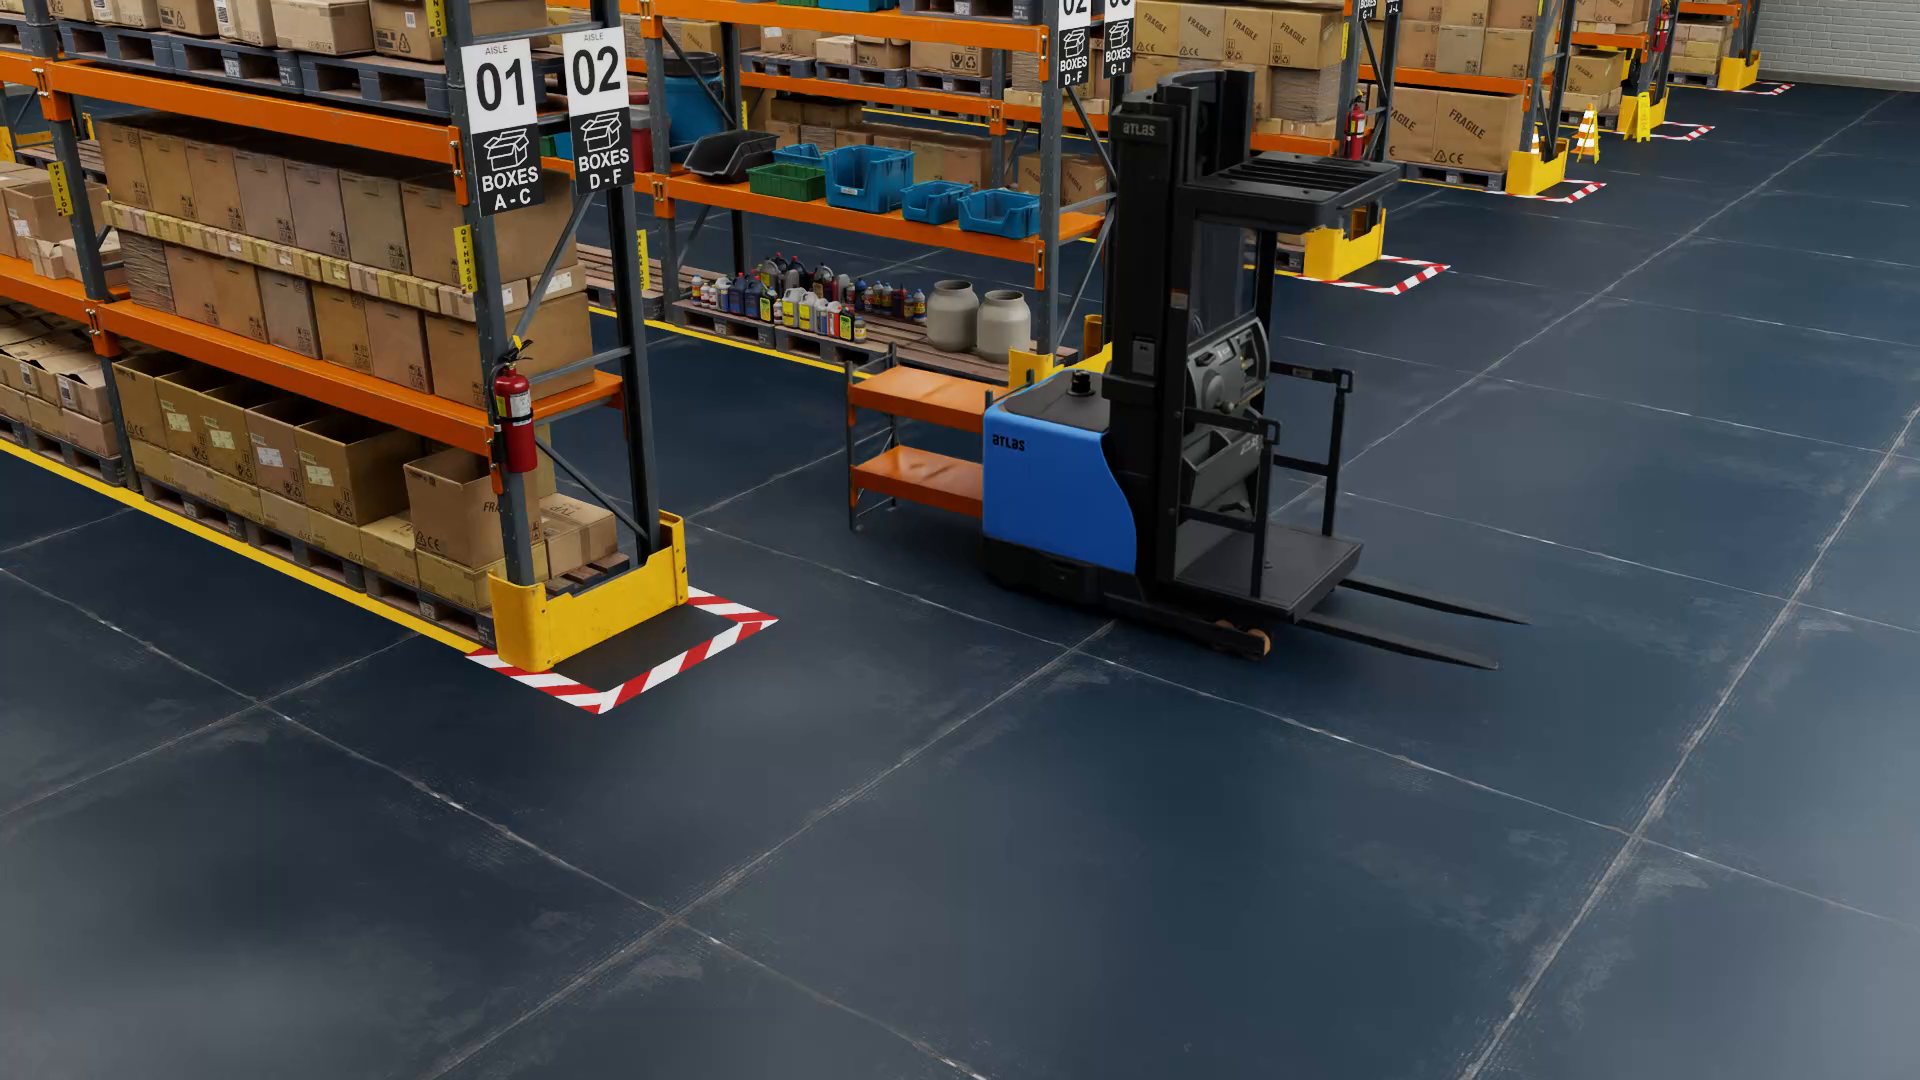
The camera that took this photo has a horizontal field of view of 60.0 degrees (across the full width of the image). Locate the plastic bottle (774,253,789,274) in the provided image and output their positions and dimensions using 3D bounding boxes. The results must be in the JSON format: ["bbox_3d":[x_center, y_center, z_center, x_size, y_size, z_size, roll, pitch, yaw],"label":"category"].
[{"bbox_3d":[-1.595,-2.384,14.858,0.185,0.351,0.144,16,28,32],"label":"plastic bottle"}]

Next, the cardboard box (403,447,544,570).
[{"bbox_3d":[-2.664,-0.203,9.130,0.500,0.500,0.500,17,29,33],"label":"cardboard box"}]

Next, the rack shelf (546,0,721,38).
[{"bbox_3d":[-3.883,-4.984,15.193,4.000,0.370,1.077,17,29,33],"label":"rack shelf"}]

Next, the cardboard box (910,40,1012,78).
[{"bbox_3d":[0.136,-5.759,18.515,1.000,1.000,1.000,17,29,34],"label":"cardboard box"}]

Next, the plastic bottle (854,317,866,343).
[{"bbox_3d":[-0.815,-1.713,13.522,0.097,0.201,0.097,0,24,0],"label":"plastic bottle"}]

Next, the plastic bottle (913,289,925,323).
[{"bbox_3d":[-0.346,-1.982,14.045,0.097,0.271,0.097,0,24,0],"label":"plastic bottle"}]

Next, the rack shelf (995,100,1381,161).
[{"bbox_3d":[2.288,-4.242,17.229,4.000,0.370,1.077,17,29,33],"label":"rack shelf"}]

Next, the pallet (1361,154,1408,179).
[{"bbox_3d":[5.285,-4.851,21.177,1.213,0.211,1.003,17,29,33],"label":"pallet"}]

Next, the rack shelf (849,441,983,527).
[{"bbox_3d":[-0.129,-0.315,10.355,1.000,0.278,0.538,15,28,30],"label":"rack shelf"}]

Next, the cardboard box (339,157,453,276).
[{"bbox_3d":[-2.888,-1.787,9.032,0.500,0.500,0.700,16,28,32],"label":"cardboard box"}]

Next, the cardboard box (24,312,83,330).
[{"bbox_3d":[-6.669,-1.602,12.539,0.500,0.311,0.500,18,29,35],"label":"cardboard box"}]

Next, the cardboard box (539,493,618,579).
[{"bbox_3d":[-2.352,-0.028,9.662,0.500,0.250,0.500,17,29,33],"label":"cardboard box"}]

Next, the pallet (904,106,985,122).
[{"bbox_3d":[-0.082,-6.512,24.946,1.213,0.211,1.003,17,29,33],"label":"pallet"}]

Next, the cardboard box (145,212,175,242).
[{"bbox_3d":[-4.749,-1.953,10.212,0.250,0.149,0.380,16,28,32],"label":"cardboard box"}]

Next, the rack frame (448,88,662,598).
[{"bbox_3d":[-2.056,-0.893,8.735,0.127,3.000,1.000,17,29,33],"label":"rack frame"}]

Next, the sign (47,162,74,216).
[{"bbox_3d":[-5.574,-2.176,10.310,0.005,0.325,0.100,17,29,33],"label":"sign"}]

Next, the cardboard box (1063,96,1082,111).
[{"bbox_3d":[1.294,-4.618,17.501,0.250,0.149,0.380,17,29,33],"label":"cardboard box"}]

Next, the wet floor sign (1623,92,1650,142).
[{"bbox_3d":[9.342,-5.817,22.830,0.267,0.644,0.232,-15,28,-30],"label":"wet floor sign"}]

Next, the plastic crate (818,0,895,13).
[{"bbox_3d":[-0.789,-4.219,12.584,0.575,0.384,0.392,17,29,33],"label":"plastic crate"}]

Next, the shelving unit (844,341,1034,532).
[{"bbox_3d":[-0.129,-0.539,10.256,1.048,1.125,0.538,15,28,30],"label":"shelving unit"}]

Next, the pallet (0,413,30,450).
[{"bbox_3d":[-6.850,-1.044,12.537,1.213,0.211,1.003,17,29,33],"label":"pallet"}]

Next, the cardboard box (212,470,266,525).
[{"bbox_3d":[-4.273,-0.339,10.367,0.500,0.250,0.500,17,29,33],"label":"cardboard box"}]

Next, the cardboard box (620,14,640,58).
[{"bbox_3d":[-4.276,-6.478,21.287,0.500,0.500,0.500,17,29,34],"label":"cardboard box"}]

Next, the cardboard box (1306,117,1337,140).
[{"bbox_3d":[3.536,-3.975,16.043,0.250,0.149,0.380,17,29,33],"label":"cardboard box"}]

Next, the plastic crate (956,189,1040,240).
[{"bbox_3d":[0.338,-2.446,12.445,0.616,0.251,0.499,17,29,33],"label":"plastic crate"}]

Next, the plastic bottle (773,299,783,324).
[{"bbox_3d":[-1.522,-1.927,14.008,0.097,0.201,0.097,0,24,0],"label":"plastic bottle"}]

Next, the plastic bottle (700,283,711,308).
[{"bbox_3d":[-2.210,-2.135,14.479,0.097,0.201,0.097,0,24,0],"label":"plastic bottle"}]

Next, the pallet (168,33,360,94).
[{"bbox_3d":[-3.587,-2.699,9.224,1.213,0.211,1.003,17,29,33],"label":"pallet"}]

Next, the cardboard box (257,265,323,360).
[{"bbox_3d":[-3.662,-1.429,9.828,0.500,0.500,0.700,18,29,35],"label":"cardboard box"}]

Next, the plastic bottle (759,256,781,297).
[{"bbox_3d":[-1.681,-2.337,14.753,0.185,0.351,0.144,17,29,33],"label":"plastic bottle"}]

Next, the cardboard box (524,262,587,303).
[{"bbox_3d":[-2.241,-1.400,8.957,0.250,0.149,0.380,17,29,33],"label":"cardboard box"}]

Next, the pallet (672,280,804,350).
[{"bbox_3d":[-1.771,-2.005,14.718,1.213,0.211,1.003,17,29,33],"label":"pallet"}]

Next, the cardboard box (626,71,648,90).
[{"bbox_3d":[-3.762,-5.634,21.610,0.875,0.875,1.225,17,29,33],"label":"cardboard box"}]

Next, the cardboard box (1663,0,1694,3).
[{"bbox_3d":[11.845,-9.096,27.229,0.500,0.500,0.500,18,29,35],"label":"cardboard box"}]

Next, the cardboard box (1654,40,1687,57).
[{"bbox_3d":[11.834,-8.192,27.571,0.500,0.250,0.500,16,29,33],"label":"cardboard box"}]

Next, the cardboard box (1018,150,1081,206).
[{"bbox_3d":[0.984,-3.994,18.353,0.500,0.500,0.500,16,28,32],"label":"cardboard box"}]

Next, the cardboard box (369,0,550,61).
[{"bbox_3d":[-2.513,-2.709,8.315,0.637,0.503,0.797,19,30,37],"label":"cardboard box"}]

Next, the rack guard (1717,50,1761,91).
[{"bbox_3d":[12.825,-7.738,27.371,0.348,0.500,1.175,17,29,33],"label":"rack guard"}]

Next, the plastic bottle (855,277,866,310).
[{"bbox_3d":[-0.863,-2.138,14.399,0.097,0.271,0.097,0,24,0],"label":"plastic bottle"}]

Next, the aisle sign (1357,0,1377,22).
[{"bbox_3d":[3.758,-5.166,15.209,0.004,0.787,0.394,17,29,33],"label":"aisle sign"}]

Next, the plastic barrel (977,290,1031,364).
[{"bbox_3d":[0.345,-1.678,13.082,0.421,0.512,0.421,0,24,0],"label":"plastic barrel"}]

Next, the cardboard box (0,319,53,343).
[{"bbox_3d":[-6.971,-1.424,12.134,0.500,0.311,0.500,16,29,33],"label":"cardboard box"}]

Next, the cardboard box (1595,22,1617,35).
[{"bbox_3d":[9.135,-7.217,23.401,0.250,0.149,0.380,16,29,33],"label":"cardboard box"}]

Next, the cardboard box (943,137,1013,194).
[{"bbox_3d":[0.209,-4.268,18.950,0.500,0.500,0.700,14,28,29],"label":"cardboard box"}]

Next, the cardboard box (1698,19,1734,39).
[{"bbox_3d":[12.535,-8.456,27.551,0.500,0.250,0.500,16,29,33],"label":"cardboard box"}]

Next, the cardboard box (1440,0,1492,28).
[{"bbox_3d":[6.175,-6.432,19.782,0.550,0.550,0.875,17,29,33],"label":"cardboard box"}]

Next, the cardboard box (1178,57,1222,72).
[{"bbox_3d":[2.618,-4.629,16.721,0.500,0.500,0.875,17,29,33],"label":"cardboard box"}]

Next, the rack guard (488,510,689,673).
[{"bbox_3d":[-2.037,0.257,9.226,0.348,0.500,1.175,17,29,33],"label":"rack guard"}]

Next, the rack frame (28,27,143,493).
[{"bbox_3d":[-5.257,-1.860,10.930,0.127,3.000,1.000,17,29,33],"label":"rack frame"}]

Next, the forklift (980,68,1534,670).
[{"bbox_3d":[1.628,-0.935,8.917,3.031,2.935,1.130,15,28,30],"label":"forklift"}]

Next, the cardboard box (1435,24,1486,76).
[{"bbox_3d":[6.167,-5.934,19.989,0.550,0.550,0.875,17,29,33],"label":"cardboard box"}]

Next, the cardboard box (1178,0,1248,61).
[{"bbox_3d":[2.498,-5.021,16.372,0.500,0.500,0.500,17,29,33],"label":"cardboard box"}]

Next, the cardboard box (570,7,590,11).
[{"bbox_3d":[-4.656,-7.173,21.621,0.637,0.503,0.797,17,29,34],"label":"cardboard box"}]

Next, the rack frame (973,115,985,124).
[{"bbox_3d":[0.542,-7.598,23.954,0.127,3.000,1.000,17,29,33],"label":"rack frame"}]

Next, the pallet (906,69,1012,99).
[{"bbox_3d":[0.163,-5.199,18.747,1.213,0.211,1.003,17,29,33],"label":"pallet"}]

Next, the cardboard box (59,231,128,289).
[{"bbox_3d":[-5.677,-1.896,11.199,0.500,0.250,0.500,19,30,36],"label":"cardboard box"}]

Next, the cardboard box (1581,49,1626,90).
[{"bbox_3d":[9.333,-6.852,24.220,0.500,0.500,0.500,16,28,32],"label":"cardboard box"}]

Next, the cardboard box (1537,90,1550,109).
[{"bbox_3d":[8.614,-6.456,24.250,0.500,0.250,0.500,17,29,33],"label":"cardboard box"}]

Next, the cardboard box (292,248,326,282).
[{"bbox_3d":[-3.513,-1.579,9.364,0.250,0.149,0.380,18,29,35],"label":"cardboard box"}]
